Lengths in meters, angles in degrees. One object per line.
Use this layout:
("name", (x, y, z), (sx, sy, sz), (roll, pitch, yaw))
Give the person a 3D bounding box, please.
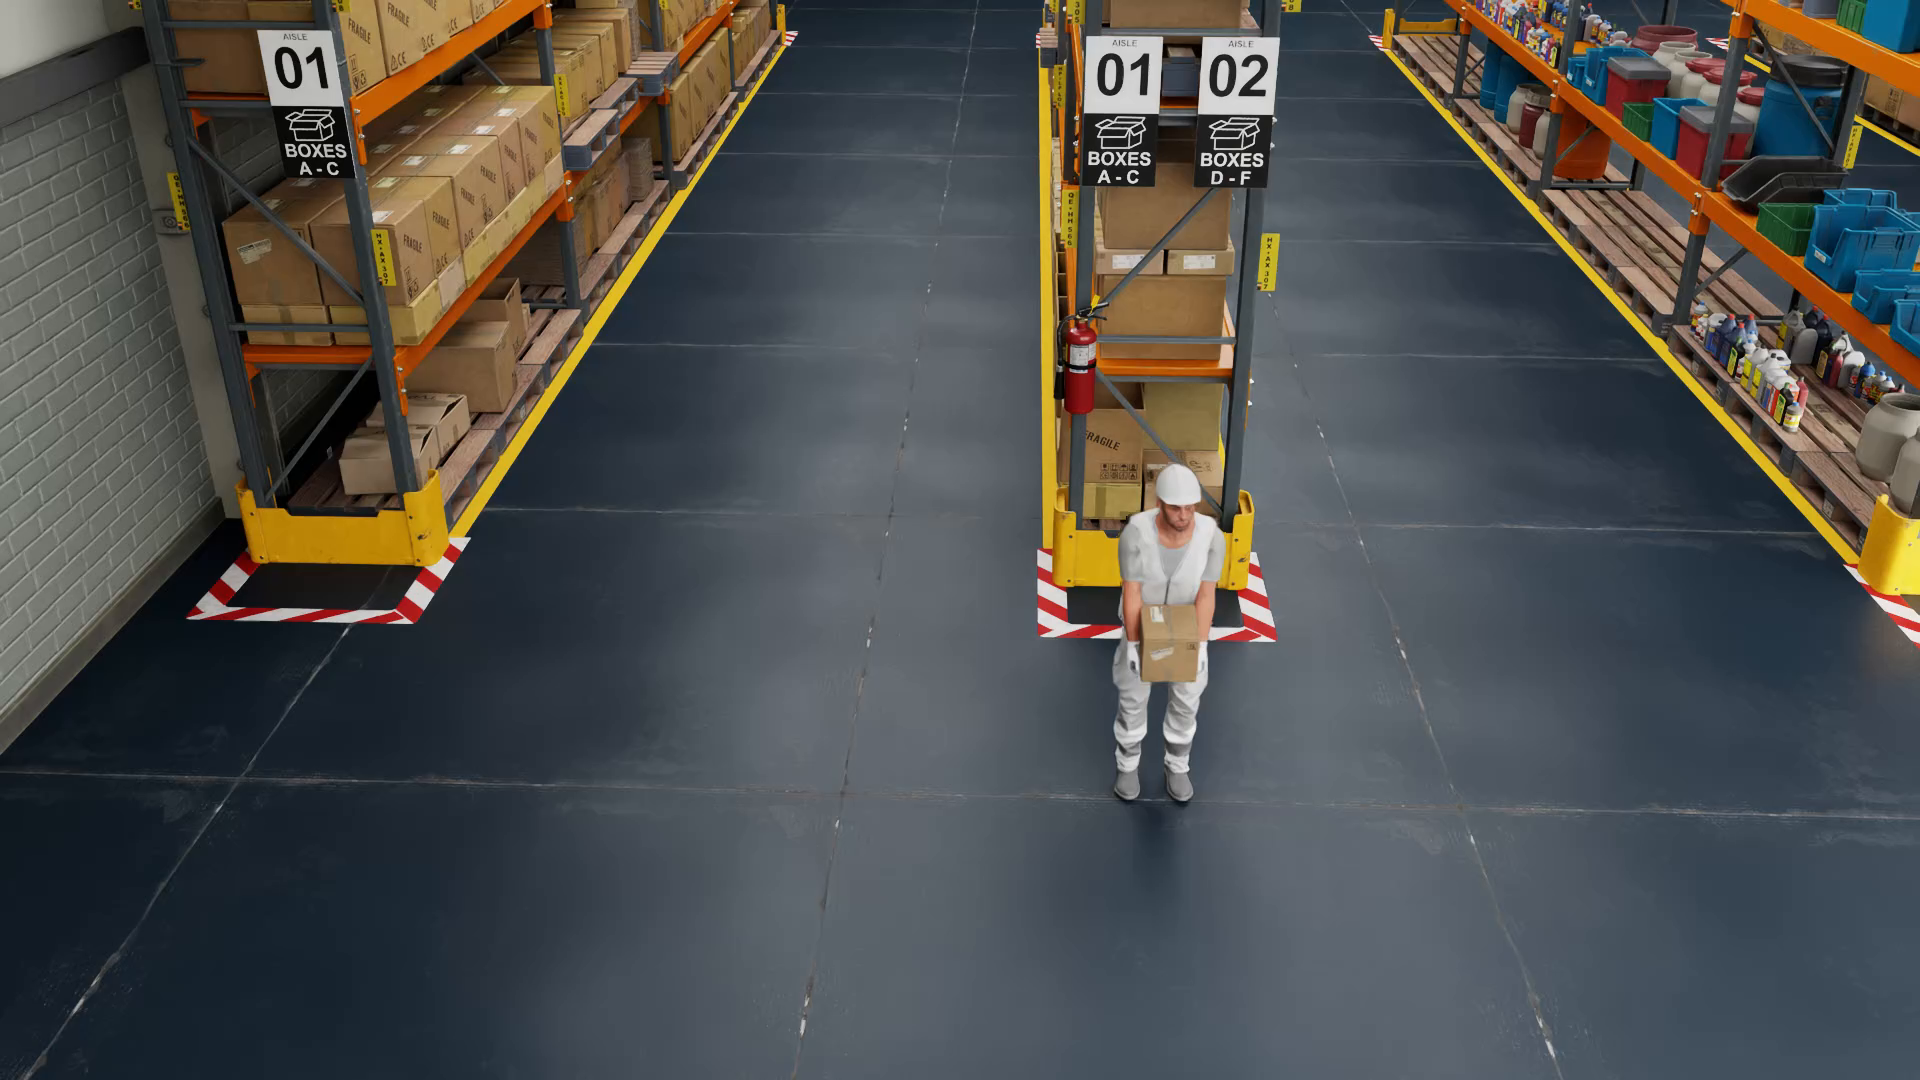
("person", (0.962, 0.458, 7.741), (0.493, 1.770, 0.573), (0, 28, 1))
